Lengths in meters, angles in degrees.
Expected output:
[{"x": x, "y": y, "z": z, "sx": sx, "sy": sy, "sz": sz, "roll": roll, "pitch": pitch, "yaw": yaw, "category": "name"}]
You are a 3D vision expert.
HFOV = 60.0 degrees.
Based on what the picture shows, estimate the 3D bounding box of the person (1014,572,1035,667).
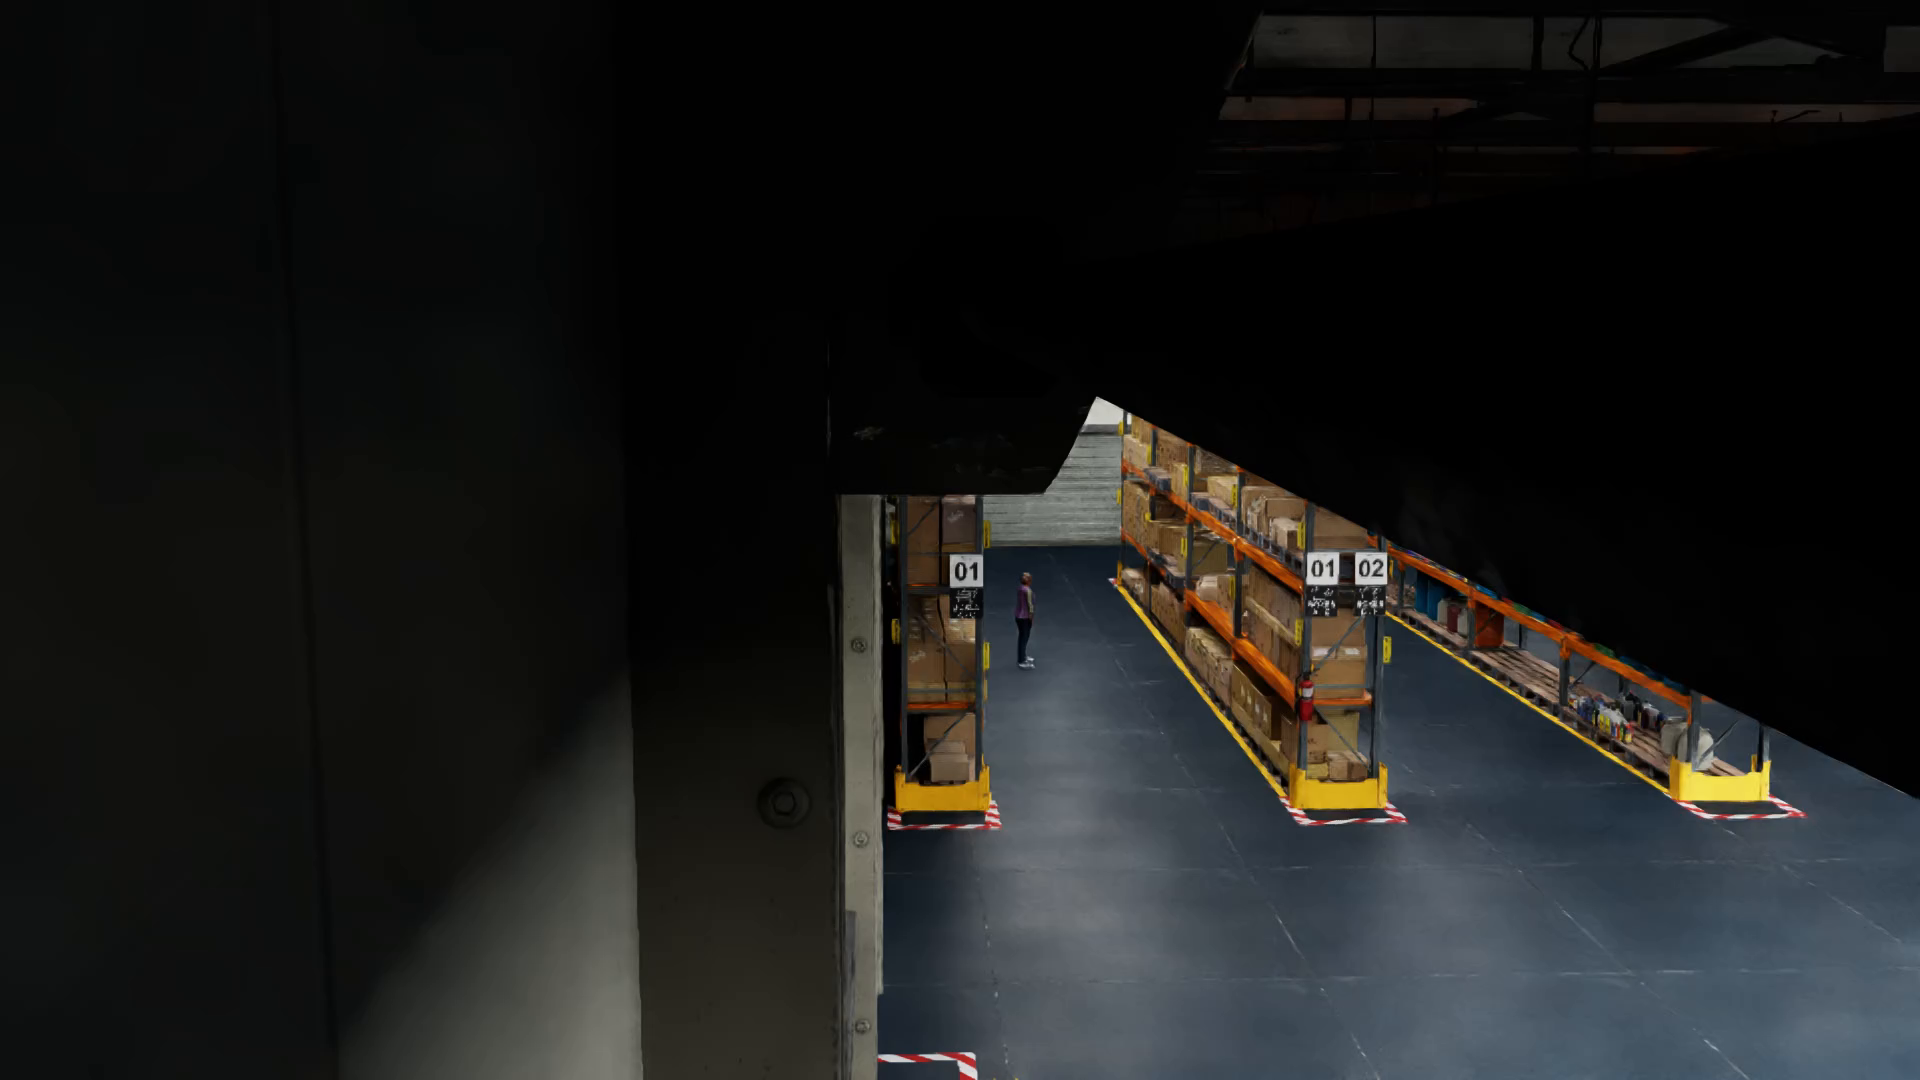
[{"x": 1.143, "y": 1.394, "z": 28.448, "sx": 0.420, "sy": 1.499, "sz": 0.486, "roll": -4, "pitch": 9, "yaw": -26, "category": "person"}]
